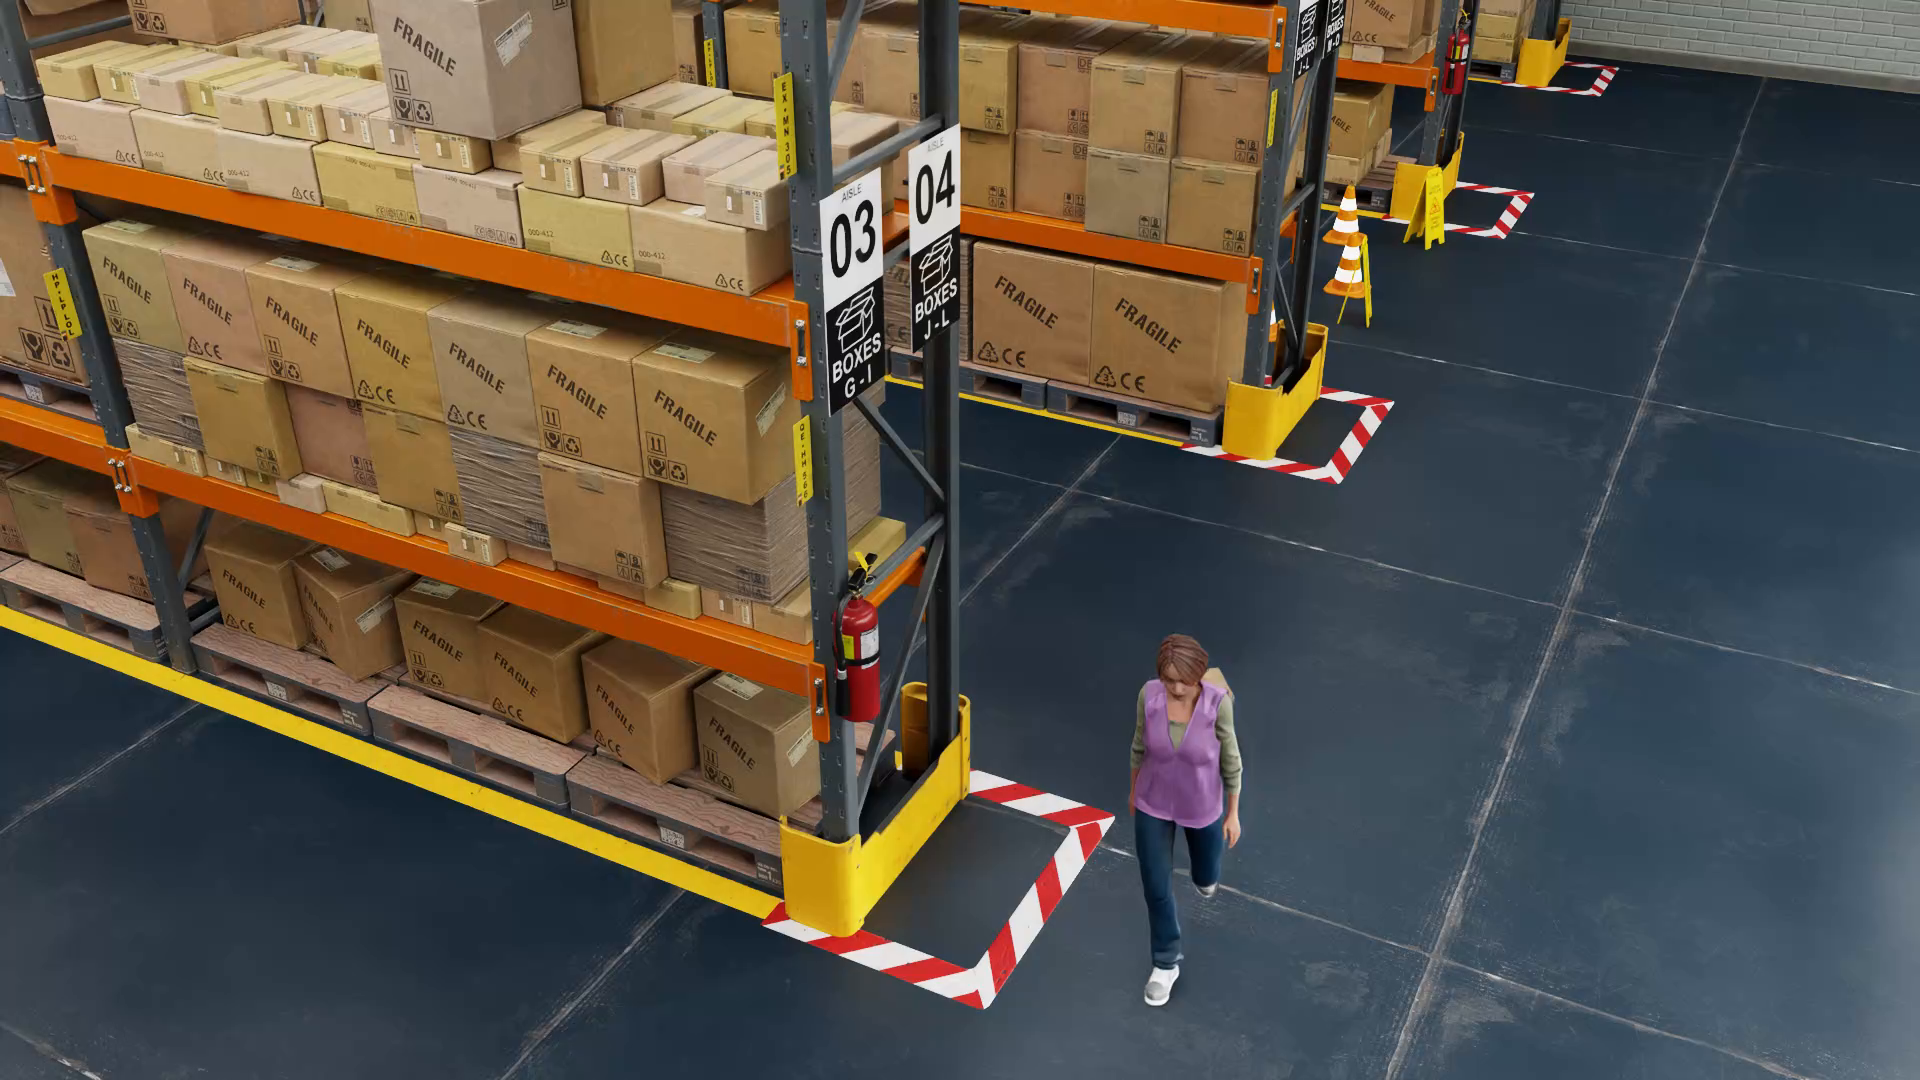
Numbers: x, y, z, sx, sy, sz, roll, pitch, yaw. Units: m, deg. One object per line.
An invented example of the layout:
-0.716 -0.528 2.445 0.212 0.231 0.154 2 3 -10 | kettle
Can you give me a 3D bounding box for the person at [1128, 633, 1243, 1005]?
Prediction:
0.890 1.010 6.561 0.457 1.549 0.814 7 31 11 | person
